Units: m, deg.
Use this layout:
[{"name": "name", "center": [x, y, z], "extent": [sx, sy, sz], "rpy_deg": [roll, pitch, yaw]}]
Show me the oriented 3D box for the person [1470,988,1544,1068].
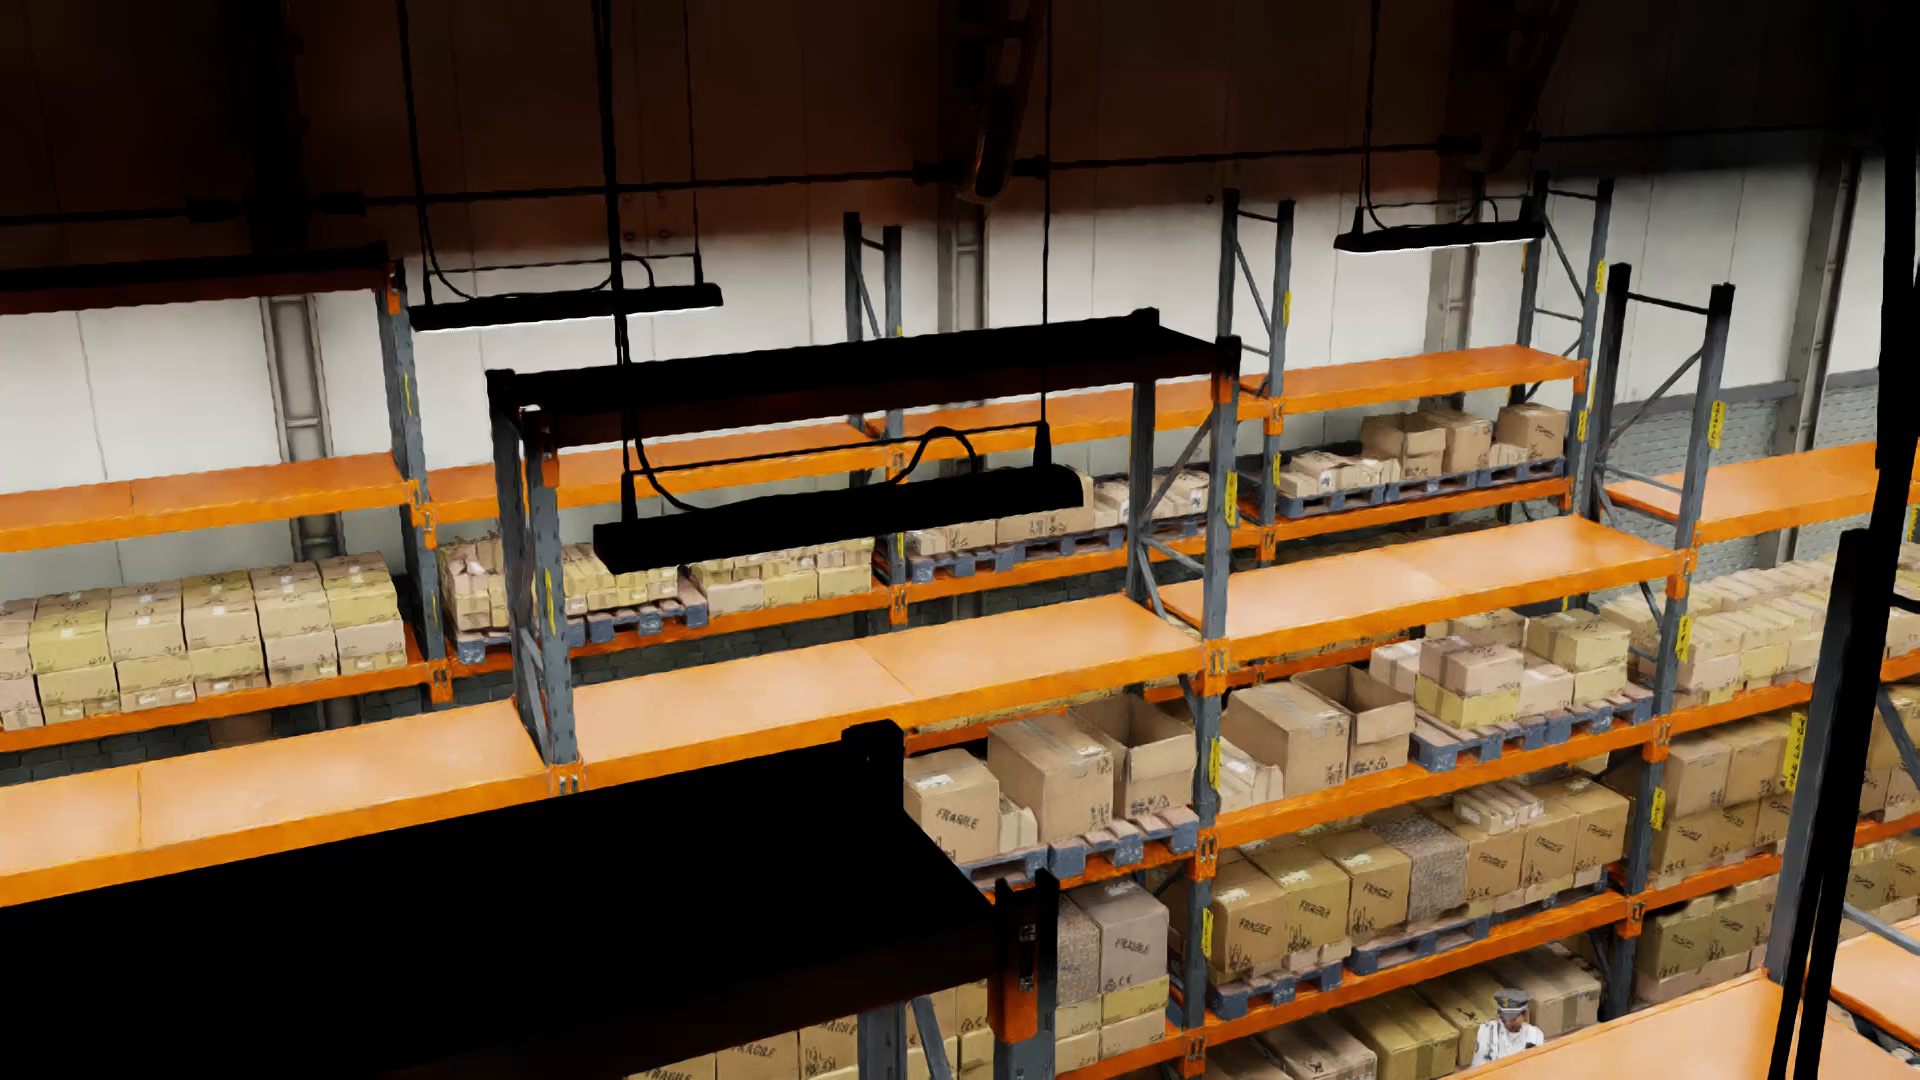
[{"name": "person", "center": [3.641, 3.757, 11.095], "extent": [0.524, 1.677, 0.464], "rpy_deg": [1, 19, 3]}]
